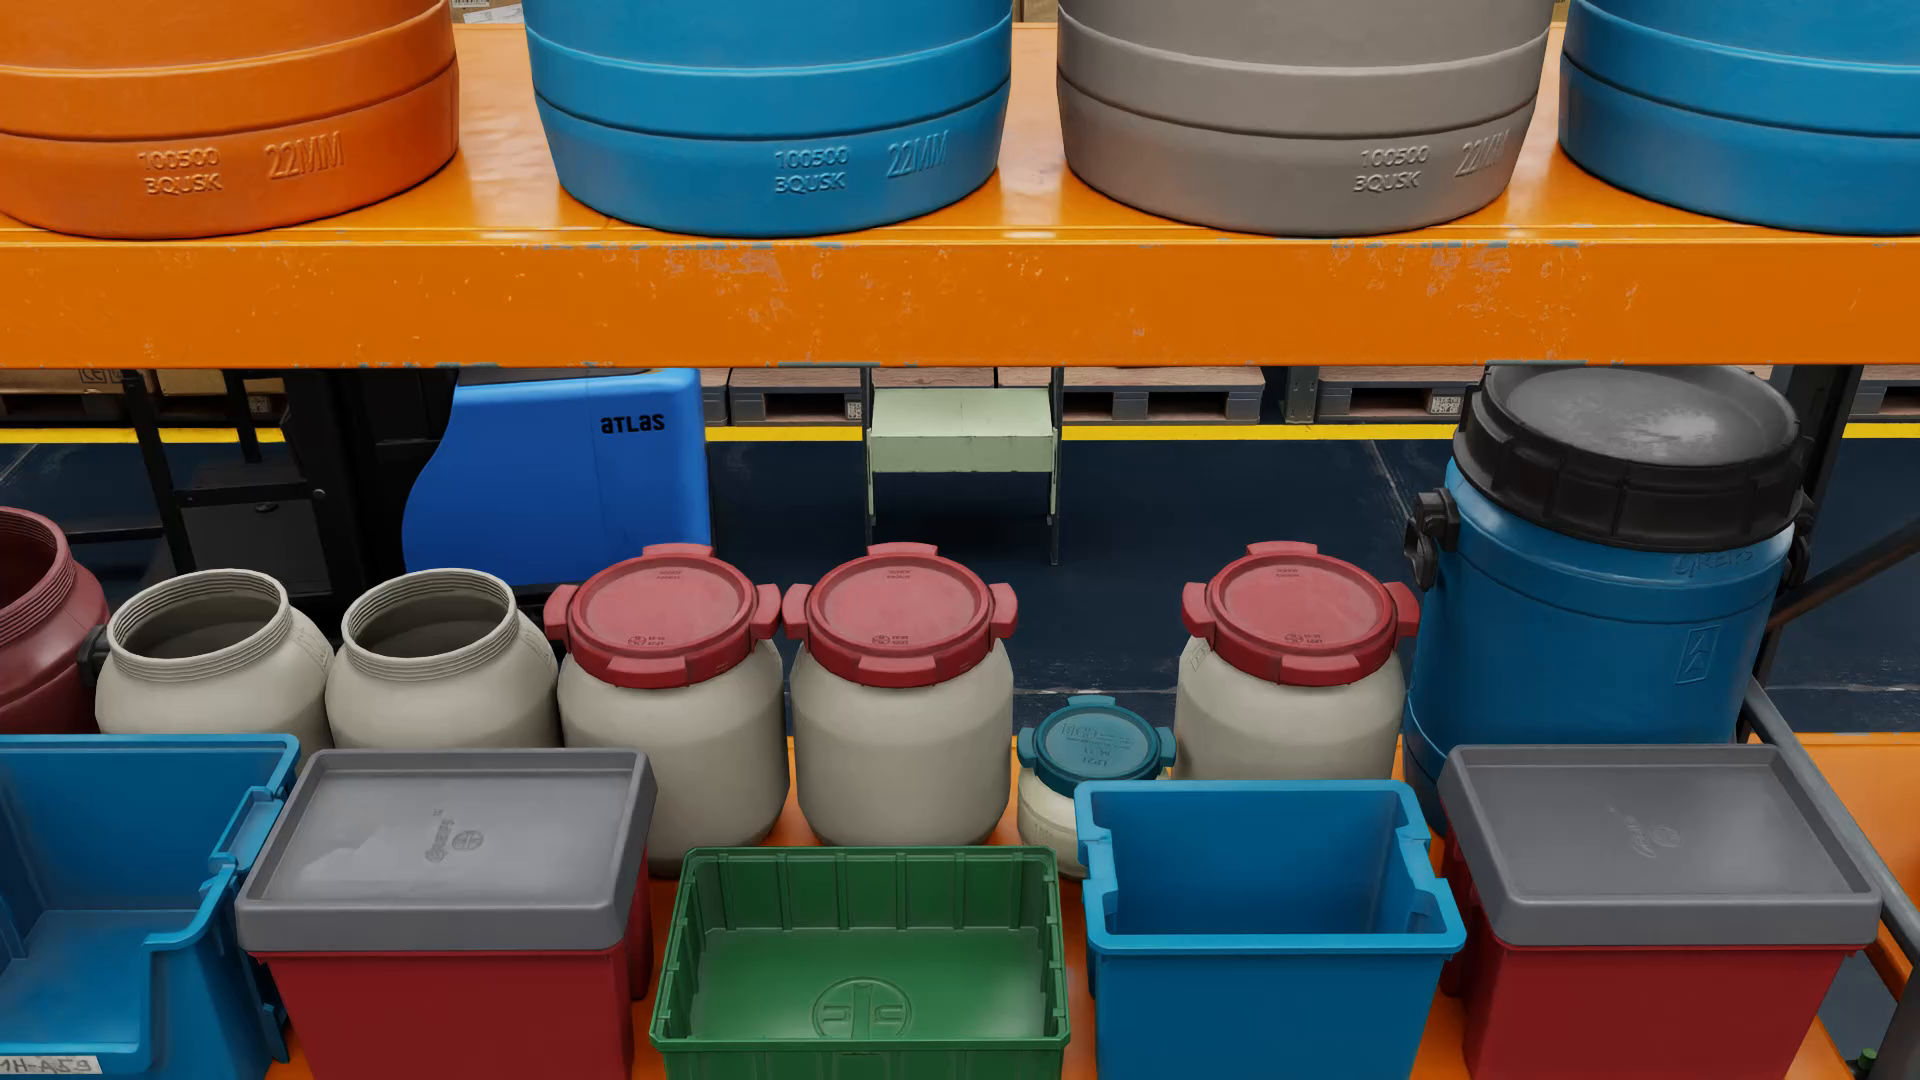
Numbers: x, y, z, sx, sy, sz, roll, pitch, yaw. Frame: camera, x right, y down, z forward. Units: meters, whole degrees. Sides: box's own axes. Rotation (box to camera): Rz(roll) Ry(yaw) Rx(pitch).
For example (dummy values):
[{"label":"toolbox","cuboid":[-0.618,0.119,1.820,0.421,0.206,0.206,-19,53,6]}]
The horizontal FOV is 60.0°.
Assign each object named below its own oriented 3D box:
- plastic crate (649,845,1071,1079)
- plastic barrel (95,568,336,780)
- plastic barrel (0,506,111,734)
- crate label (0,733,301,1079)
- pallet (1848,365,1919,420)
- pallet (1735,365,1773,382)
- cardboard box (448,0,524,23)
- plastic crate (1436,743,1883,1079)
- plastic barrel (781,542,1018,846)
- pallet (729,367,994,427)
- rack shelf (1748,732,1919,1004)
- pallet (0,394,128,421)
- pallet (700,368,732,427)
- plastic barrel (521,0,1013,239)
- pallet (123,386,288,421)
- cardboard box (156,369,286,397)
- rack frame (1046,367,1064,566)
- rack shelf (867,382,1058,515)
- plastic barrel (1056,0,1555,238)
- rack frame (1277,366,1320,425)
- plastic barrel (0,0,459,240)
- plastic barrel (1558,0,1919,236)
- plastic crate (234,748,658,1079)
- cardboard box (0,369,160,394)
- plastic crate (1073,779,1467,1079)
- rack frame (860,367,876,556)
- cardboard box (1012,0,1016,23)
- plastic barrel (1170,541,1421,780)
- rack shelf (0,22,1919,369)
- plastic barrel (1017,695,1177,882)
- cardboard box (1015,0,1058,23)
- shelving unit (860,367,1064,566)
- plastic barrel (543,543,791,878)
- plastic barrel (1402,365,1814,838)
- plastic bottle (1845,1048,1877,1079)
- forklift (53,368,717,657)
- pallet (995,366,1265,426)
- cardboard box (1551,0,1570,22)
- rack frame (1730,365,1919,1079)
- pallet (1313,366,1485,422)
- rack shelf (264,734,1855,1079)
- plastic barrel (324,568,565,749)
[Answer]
[{"label":"plastic crate","cuboid":[-0.158,0.745,2.835,0.662,0.188,0.450,0,31,0]},{"label":"plastic barrel","cuboid":[-1.391,0.353,3.169,0.421,0.512,0.421,0,31,0]},{"label":"plastic barrel","cuboid":[-1.956,0.298,3.236,0.708,0.536,0.600,0,31,0]},{"label":"crate label","cuboid":[-1.423,0.637,2.775,0.616,0.435,0.502,0,31,0]},{"label":"pallet","cuboid":[4.663,-0.903,8.034,1.213,0.211,1.003,0,31,0]},{"label":"pallet","cuboid":[3.446,-0.900,8.031,1.213,0.211,1.003,0,31,0]},{"label":"cardboard box","cuboid":[-1.908,-2.299,7.146,0.500,0.500,0.500,-4,31,-6]},{"label":"plastic crate","cuboid":[1.099,0.635,2.750,0.583,0.464,0.402,0,31,0]},{"label":"plastic barrel","cuboid":[-0.110,0.336,3.174,0.433,0.535,0.433,0,31,0]},{"label":"pallet","cuboid":[-0.450,-0.866,7.974,1.213,0.211,1.003,0,31,0]},{"label":"rack shelf","cuboid":[3.582,0.804,3.227,4.000,0.370,1.077,0,31,0]},{"label":"pallet","cuboid":[-4.454,-0.896,8.024,1.213,0.211,1.003,0,31,0]},{"label":"pallet","cuboid":[-1.667,-0.864,7.970,1.213,0.211,1.003,0,31,0]},{"label":"plastic barrel","cuboid":[-0.234,-0.876,1.927,0.708,0.901,0.600,0,31,0]},{"label":"pallet","cuboid":[-3.237,-0.899,8.028,1.213,0.211,1.003,0,31,0]},{"label":"cardboard box","cuboid":[-3.138,-1.334,7.701,0.875,0.875,1.225,-2,31,-3]},{"label":"rack frame","cuboid":[0.373,-0.642,6.363,0.023,1.500,0.400,0,31,0]},{"label":"rack shelf","cuboid":[0.007,-0.363,6.530,0.720,0.370,0.431,0,31,0]},{"label":"plastic barrel","cuboid":[0.420,-0.878,1.931,0.600,0.901,0.600,0,31,0]},{"label":"rack frame","cuboid":[1.552,-2.067,7.265,0.127,3.000,1.000,0,31,0]},{"label":"plastic barrel","cuboid":[-0.942,-0.843,1.942,0.708,0.830,0.600,0,31,0]},{"label":"plastic barrel","cuboid":[1.074,-0.880,1.934,0.708,0.901,0.600,0,31,0]},{"label":"plastic crate","cuboid":[-0.801,0.641,2.740,0.583,0.464,0.402,0,31,0]},{"label":"cardboard box","cuboid":[-4.030,-1.335,7.703,0.875,0.875,1.225,0,31,0]},{"label":"plastic crate","cuboid":[0.480,0.674,2.763,0.575,0.384,0.392,0,31,0]},{"label":"rack frame","cuboid":[-0.359,-0.640,6.359,0.023,1.500,0.400,0,31,0]},{"label":"cardboard box","cuboid":[0.038,-3.808,11.899,0.750,0.750,1.050,0,31,0]},{"label":"plastic barrel","cuboid":[0.624,0.333,3.178,0.433,0.535,0.433,0,31,0]},{"label":"rack shelf","cuboid":[-0.418,-0.466,2.429,4.000,0.370,1.077,0,31,0]},{"label":"plastic barrel","cuboid":[0.257,0.486,3.191,0.301,0.262,0.301,0,31,0]},{"label":"cardboard box","cuboid":[0.756,-2.573,7.116,1.000,1.000,1.000,0,31,0]},{"label":"shelving unit","cuboid":[0.007,-0.641,6.361,0.755,1.500,0.431,0,31,0]},{"label":"plastic barrel","cuboid":[-0.543,0.337,3.172,0.433,0.535,0.433,0,31,0]},{"label":"plastic barrel","cuboid":[1.193,0.132,3.157,0.708,0.901,0.600,0,31,0]},{"label":"plastic bottle","cuboid":[2.061,1.303,3.905,0.133,0.283,0.061,1,31,2]},{"label":"forklift","cuboid":[-2.452,-1.023,5.610,3.031,2.935,1.130,-5,32,-7]},{"label":"pallet","cuboid":[0.773,-0.872,7.983,1.213,0.211,1.003,0,31,0]},{"label":"cardboard box","cuboid":[2.502,-2.189,7.084,0.500,0.500,0.875,0,31,0]},{"label":"rack frame","cuboid":[1.582,0.501,3.033,0.053,2.616,0.949,0,31,0]},{"label":"pallet","cuboid":[2.223,-0.895,8.022,1.213,0.211,1.003,0,31,0]},{"label":"rack shelf","cuboid":[-0.418,0.816,3.207,4.000,0.370,1.077,0,31,0]},{"label":"plastic barrel","cuboid":[-0.970,0.352,3.171,0.421,0.512,0.421,0,31,0]}]
